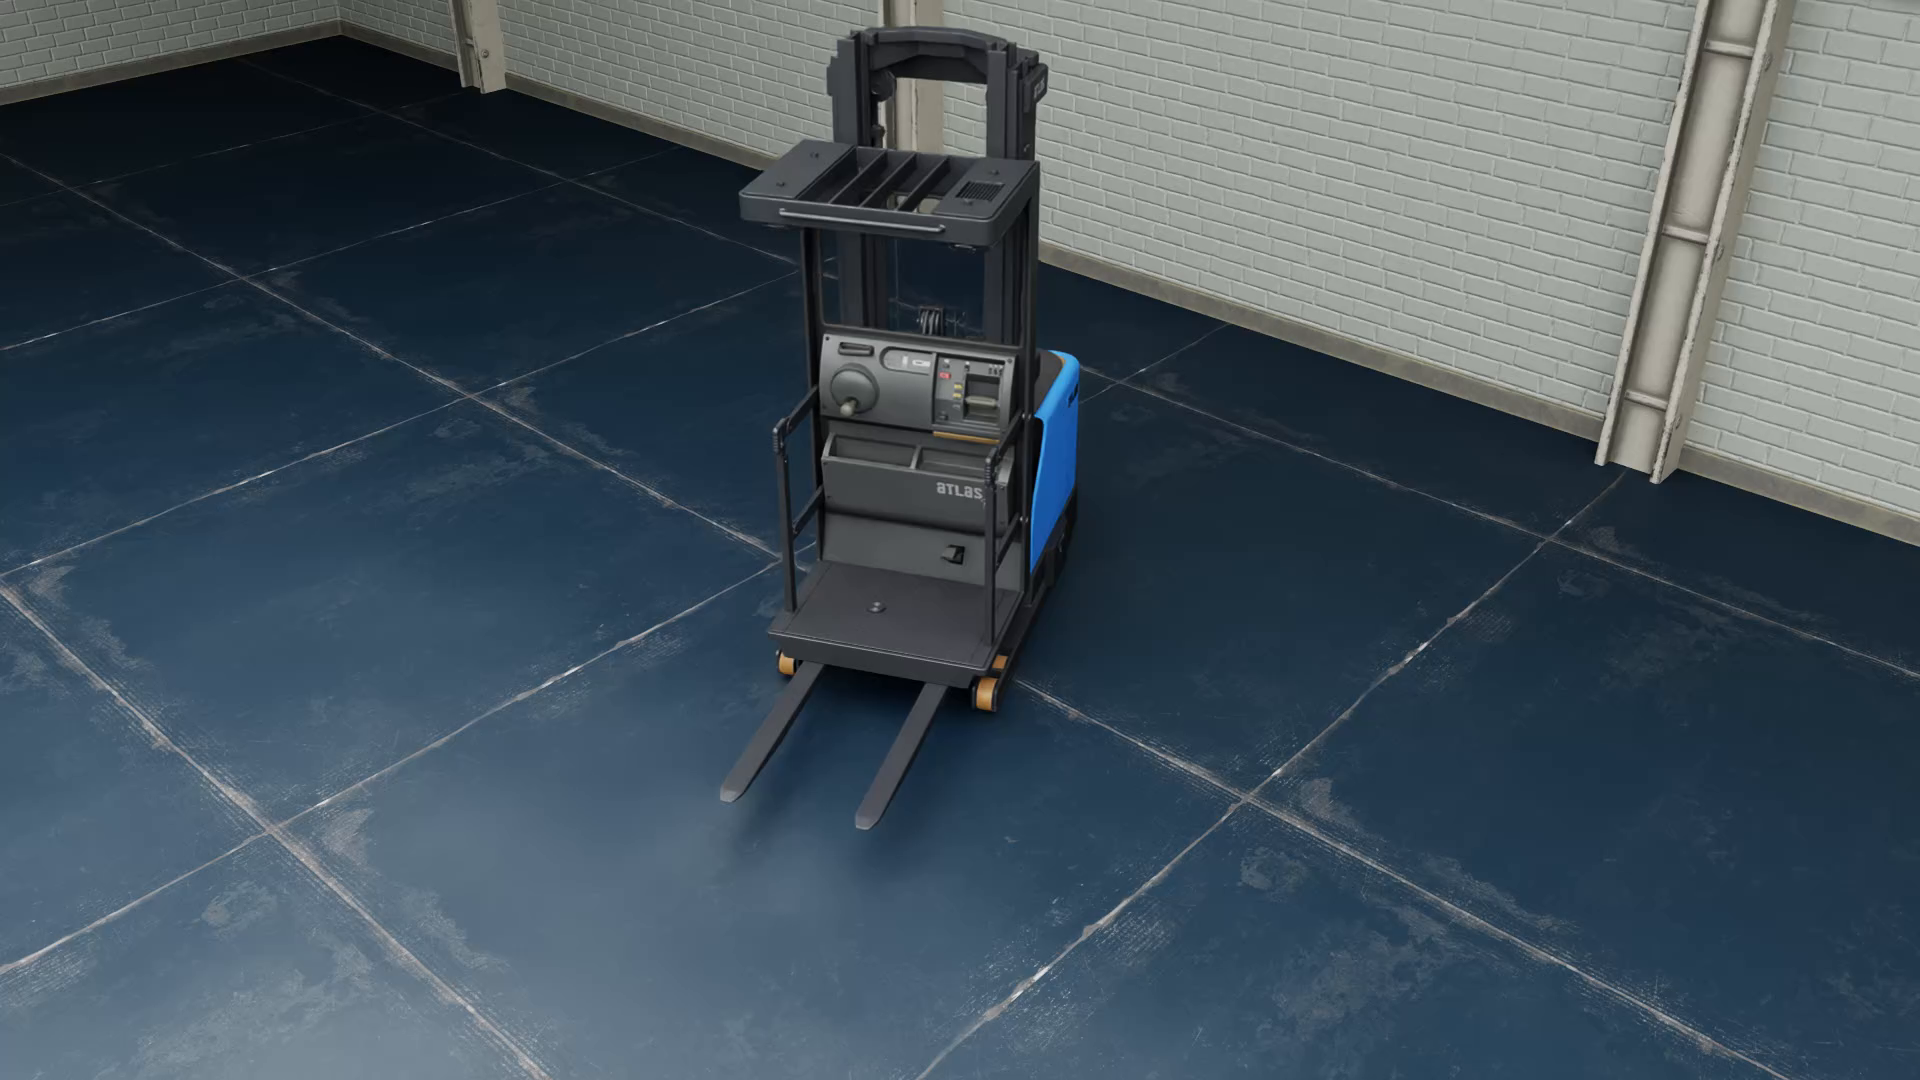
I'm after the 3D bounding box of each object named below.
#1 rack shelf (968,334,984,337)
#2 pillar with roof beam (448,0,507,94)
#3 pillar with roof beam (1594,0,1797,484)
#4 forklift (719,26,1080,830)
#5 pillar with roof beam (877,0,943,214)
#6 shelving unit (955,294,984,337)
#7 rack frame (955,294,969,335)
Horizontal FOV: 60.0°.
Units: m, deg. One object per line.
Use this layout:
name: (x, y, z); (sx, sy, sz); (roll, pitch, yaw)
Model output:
rack shelf: (0.099, -1.039, 9.200); (0.180, 0.103, 0.258); (9, 32, 14)
pillar with roof beam: (-7.716, -6.818, 11.850); (0.400, 9.000, 9.100); (25, 39, 35)
pillar with roof beam: (1.182, -2.664, 4.951); (0.400, 9.000, 9.100); (25, 39, 35)
forklift: (-0.262, -0.670, 7.521); (1.130, 2.935, 3.031); (9, 32, 14)
pillar with roof beam: (-3.267, -4.741, 8.400); (0.400, 9.000, 9.100); (25, 39, 35)
shelving unit: (0.099, -0.768, 9.363); (0.189, 1.200, 0.258); (9, 32, 14)
rack frame: (0.011, -0.782, 9.385); (0.006, 1.200, 0.240); (9, 32, 14)
